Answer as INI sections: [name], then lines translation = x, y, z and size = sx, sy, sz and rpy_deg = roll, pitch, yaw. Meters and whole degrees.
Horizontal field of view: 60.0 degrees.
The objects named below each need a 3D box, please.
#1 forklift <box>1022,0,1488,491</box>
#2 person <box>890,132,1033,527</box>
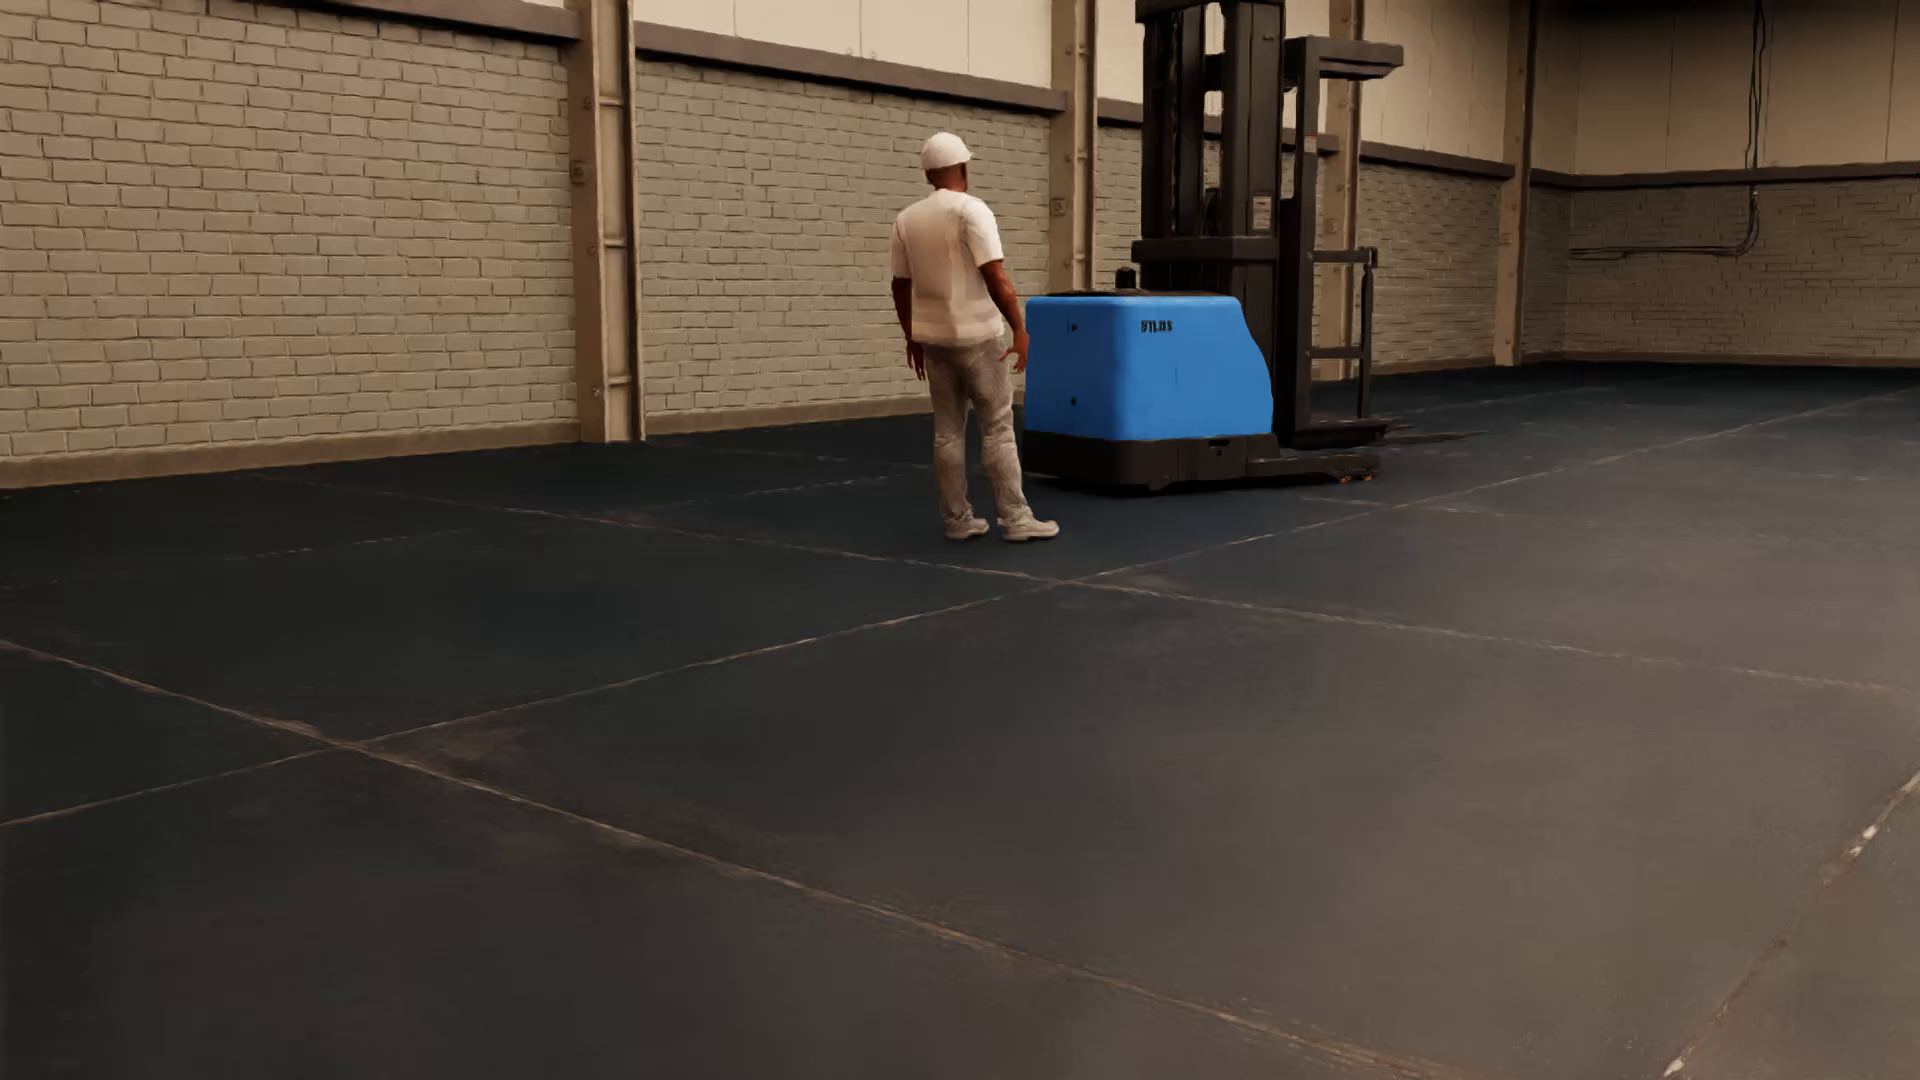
[forklift]
translation = 1.889, -1.846, 9.896
size = 3.031, 2.935, 1.130
rpy_deg = -5, 10, -31
[person]
translation = -0.001, -0.909, 7.262
size = 0.665, 1.707, 0.419
rpy_deg = 7, 11, 38
